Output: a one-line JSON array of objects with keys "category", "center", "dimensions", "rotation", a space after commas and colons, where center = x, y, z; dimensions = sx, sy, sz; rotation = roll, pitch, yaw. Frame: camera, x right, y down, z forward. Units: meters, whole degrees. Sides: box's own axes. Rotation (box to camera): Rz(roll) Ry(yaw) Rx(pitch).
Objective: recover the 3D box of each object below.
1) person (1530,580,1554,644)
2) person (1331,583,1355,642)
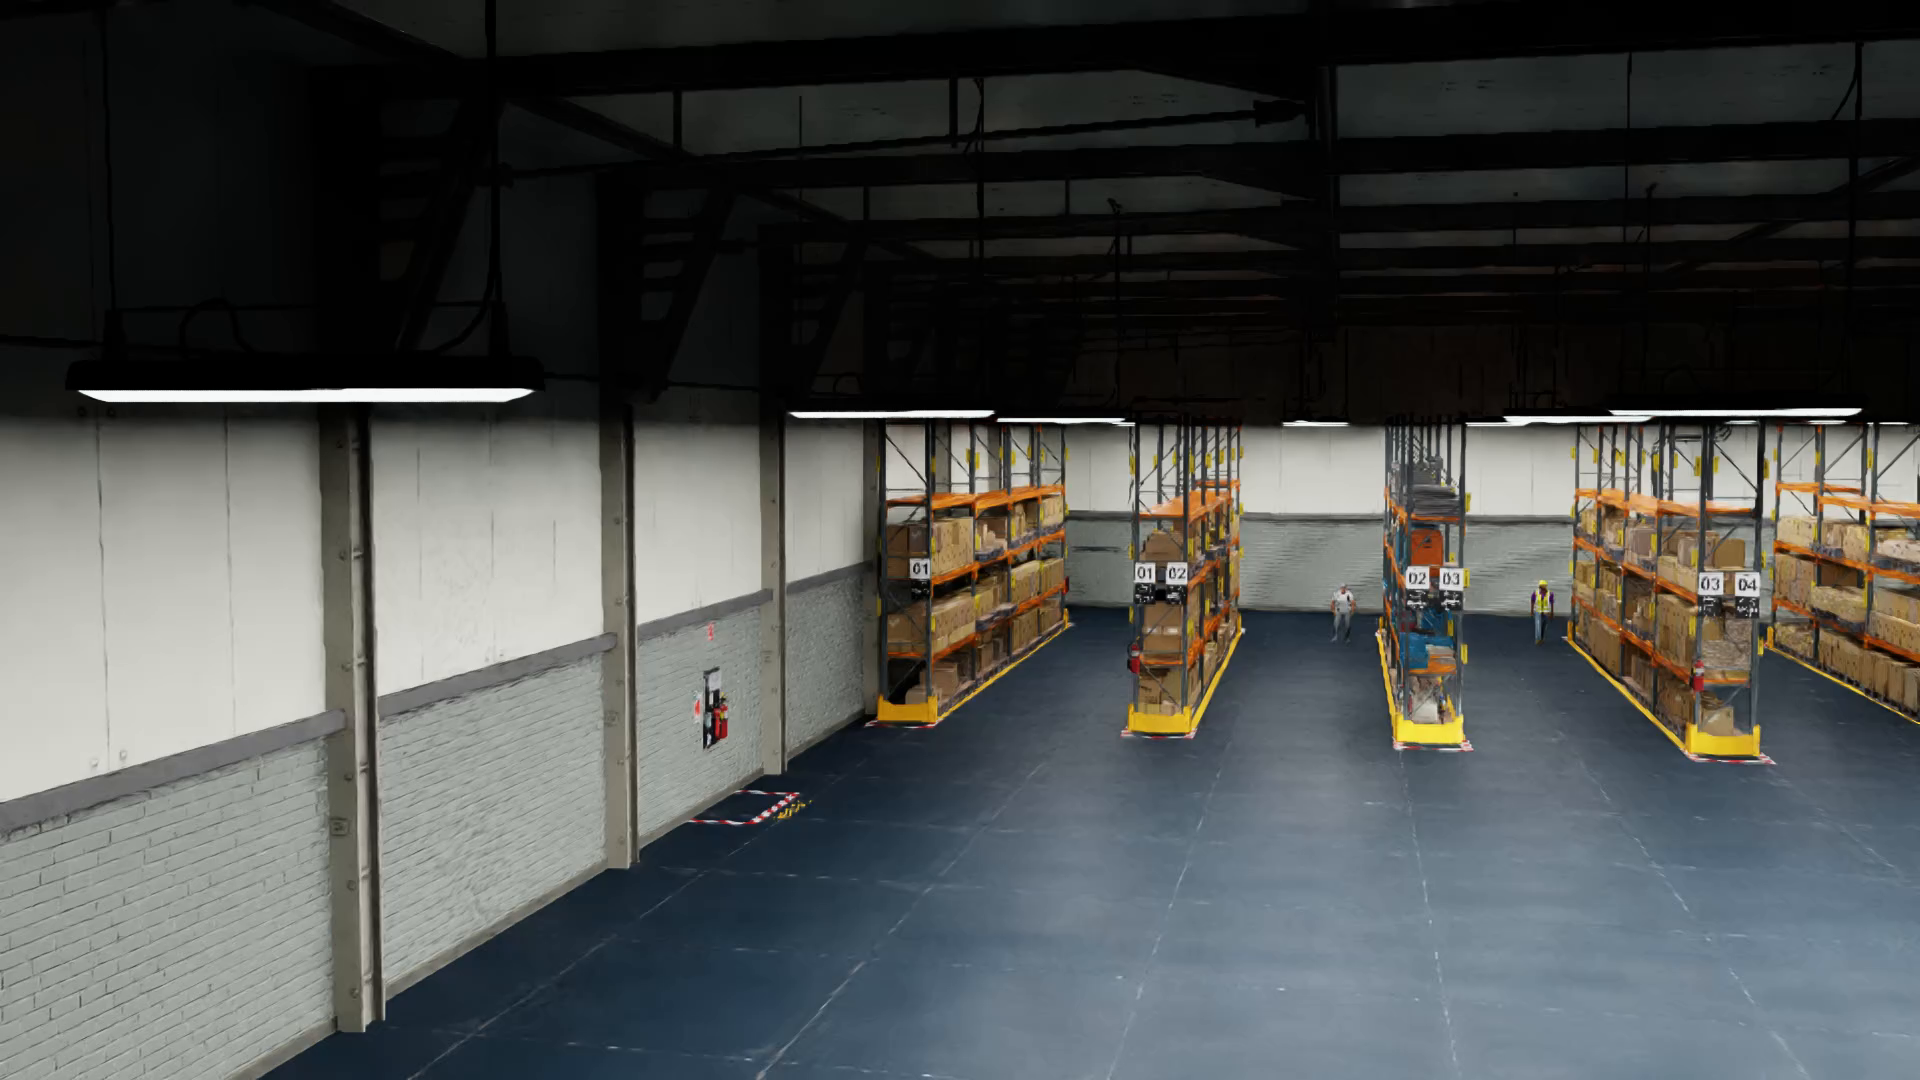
[{"category": "person", "center": [15.427, 1.887, 44.018], "dimensions": [0.577, 1.687, 1.115], "rotation": [1, 4, 11]}, {"category": "person", "center": [10.205, 1.929, 44.329], "dimensions": [0.625, 1.611, 0.568], "rotation": [1, 4, 11]}]
